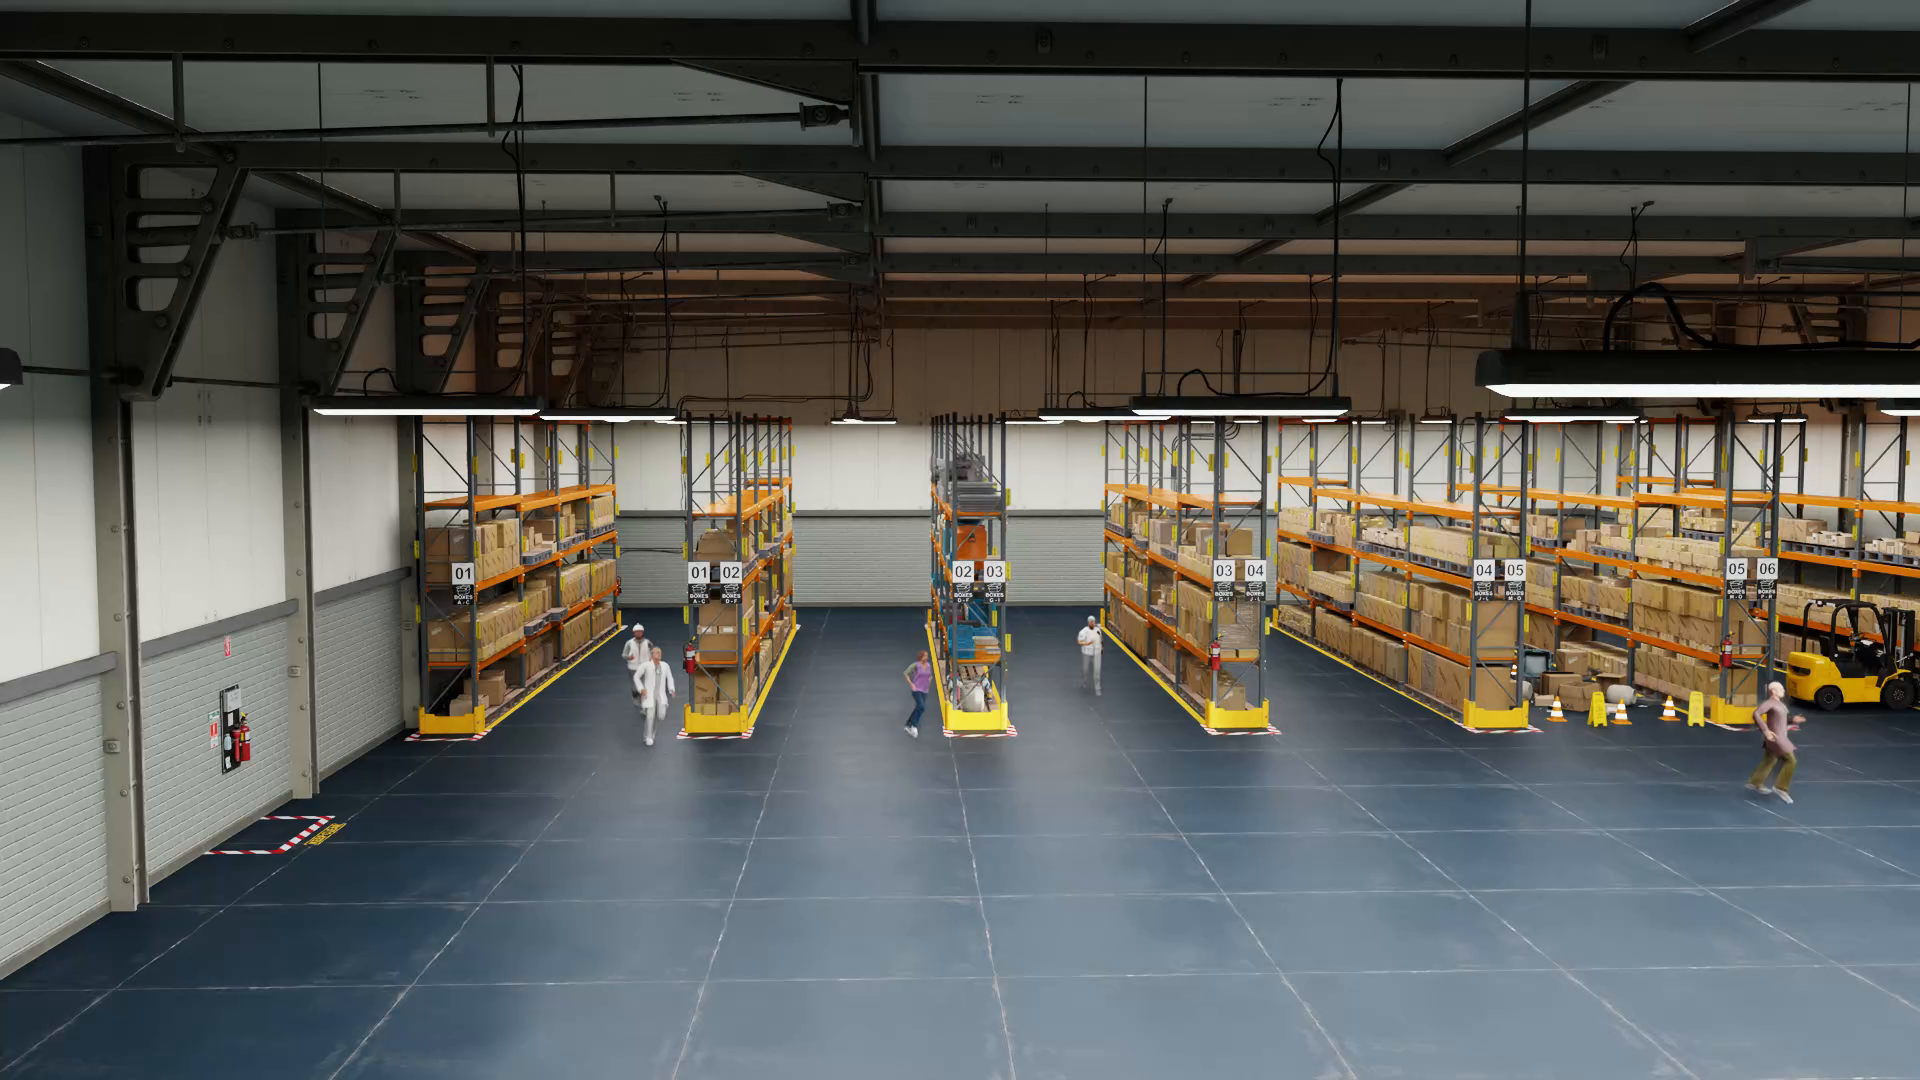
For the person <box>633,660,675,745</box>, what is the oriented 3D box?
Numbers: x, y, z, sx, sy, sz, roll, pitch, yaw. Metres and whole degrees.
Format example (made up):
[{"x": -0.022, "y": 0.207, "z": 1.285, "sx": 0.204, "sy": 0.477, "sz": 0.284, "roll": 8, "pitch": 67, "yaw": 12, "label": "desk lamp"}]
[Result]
[{"x": -5.512, "y": 2.924, "z": 30.117, "sx": 0.770, "sy": 1.520, "sz": 0.538, "roll": -2, "pitch": 4, "yaw": -29, "label": "person"}]

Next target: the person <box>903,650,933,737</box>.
[{"x": -0.746, "y": 2.838, "z": 30.957, "sx": 0.524, "sy": 1.596, "sz": 0.626, "roll": -3, "pitch": 5, "yaw": -40, "label": "person"}]

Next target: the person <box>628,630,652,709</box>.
[{"x": -6.379, "y": 2.546, "z": 33.160, "sx": 0.526, "sy": 1.634, "sz": 0.801, "roll": -1, "pitch": 4, "yaw": -13, "label": "person"}]

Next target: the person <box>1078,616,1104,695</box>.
[{"x": 2.813, "y": 2.452, "z": 35.644, "sx": 0.609, "sy": 1.648, "sz": 0.938, "roll": -1, "pitch": 4, "yaw": -11, "label": "person"}]

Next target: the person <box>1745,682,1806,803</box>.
[{"x": 12.522, "y": 3.100, "z": 25.538, "sx": 0.825, "sy": 1.842, "sz": 0.640, "roll": 2, "pitch": 5, "yaw": 31, "label": "person"}]
